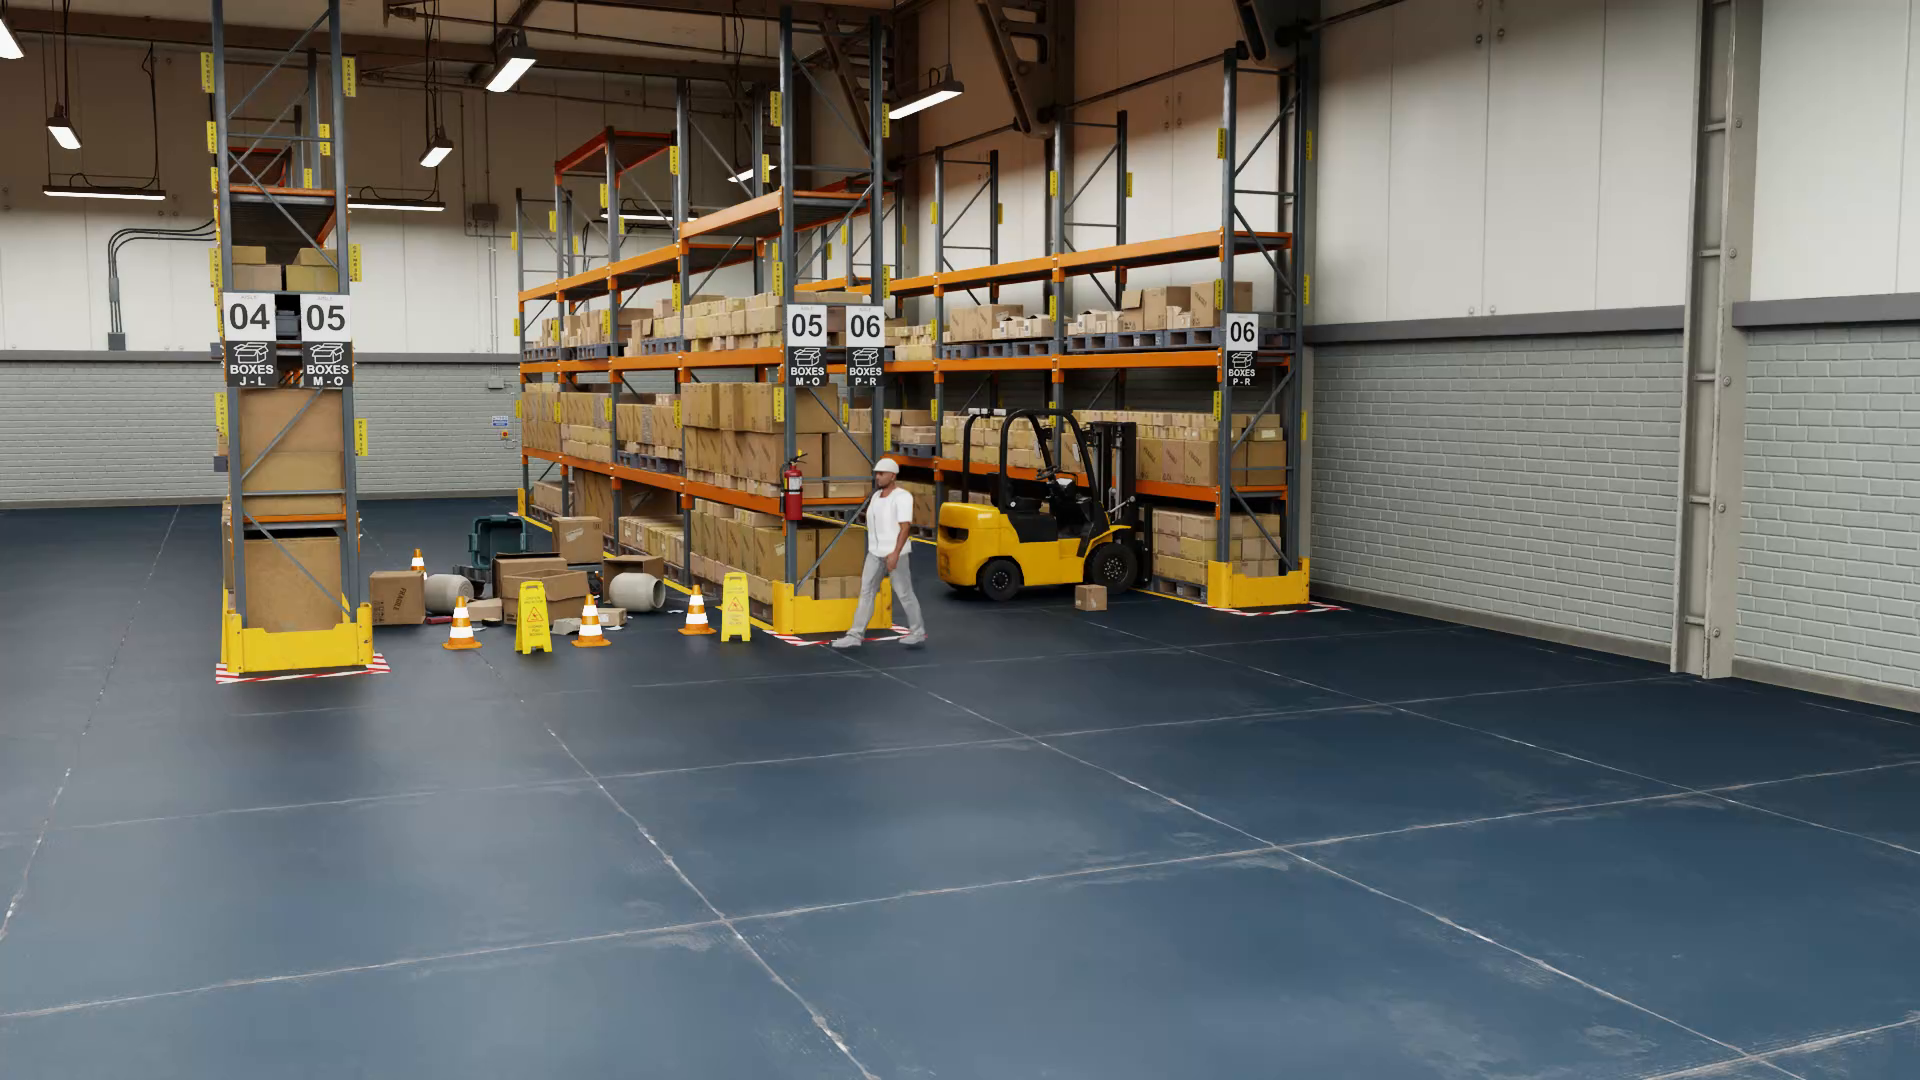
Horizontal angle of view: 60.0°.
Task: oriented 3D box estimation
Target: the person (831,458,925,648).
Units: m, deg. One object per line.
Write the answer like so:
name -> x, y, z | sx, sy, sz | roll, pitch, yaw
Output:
person -> -0.721, 0.118, 15.184 | 0.595, 1.719, 0.953 | 5, 7, 44
